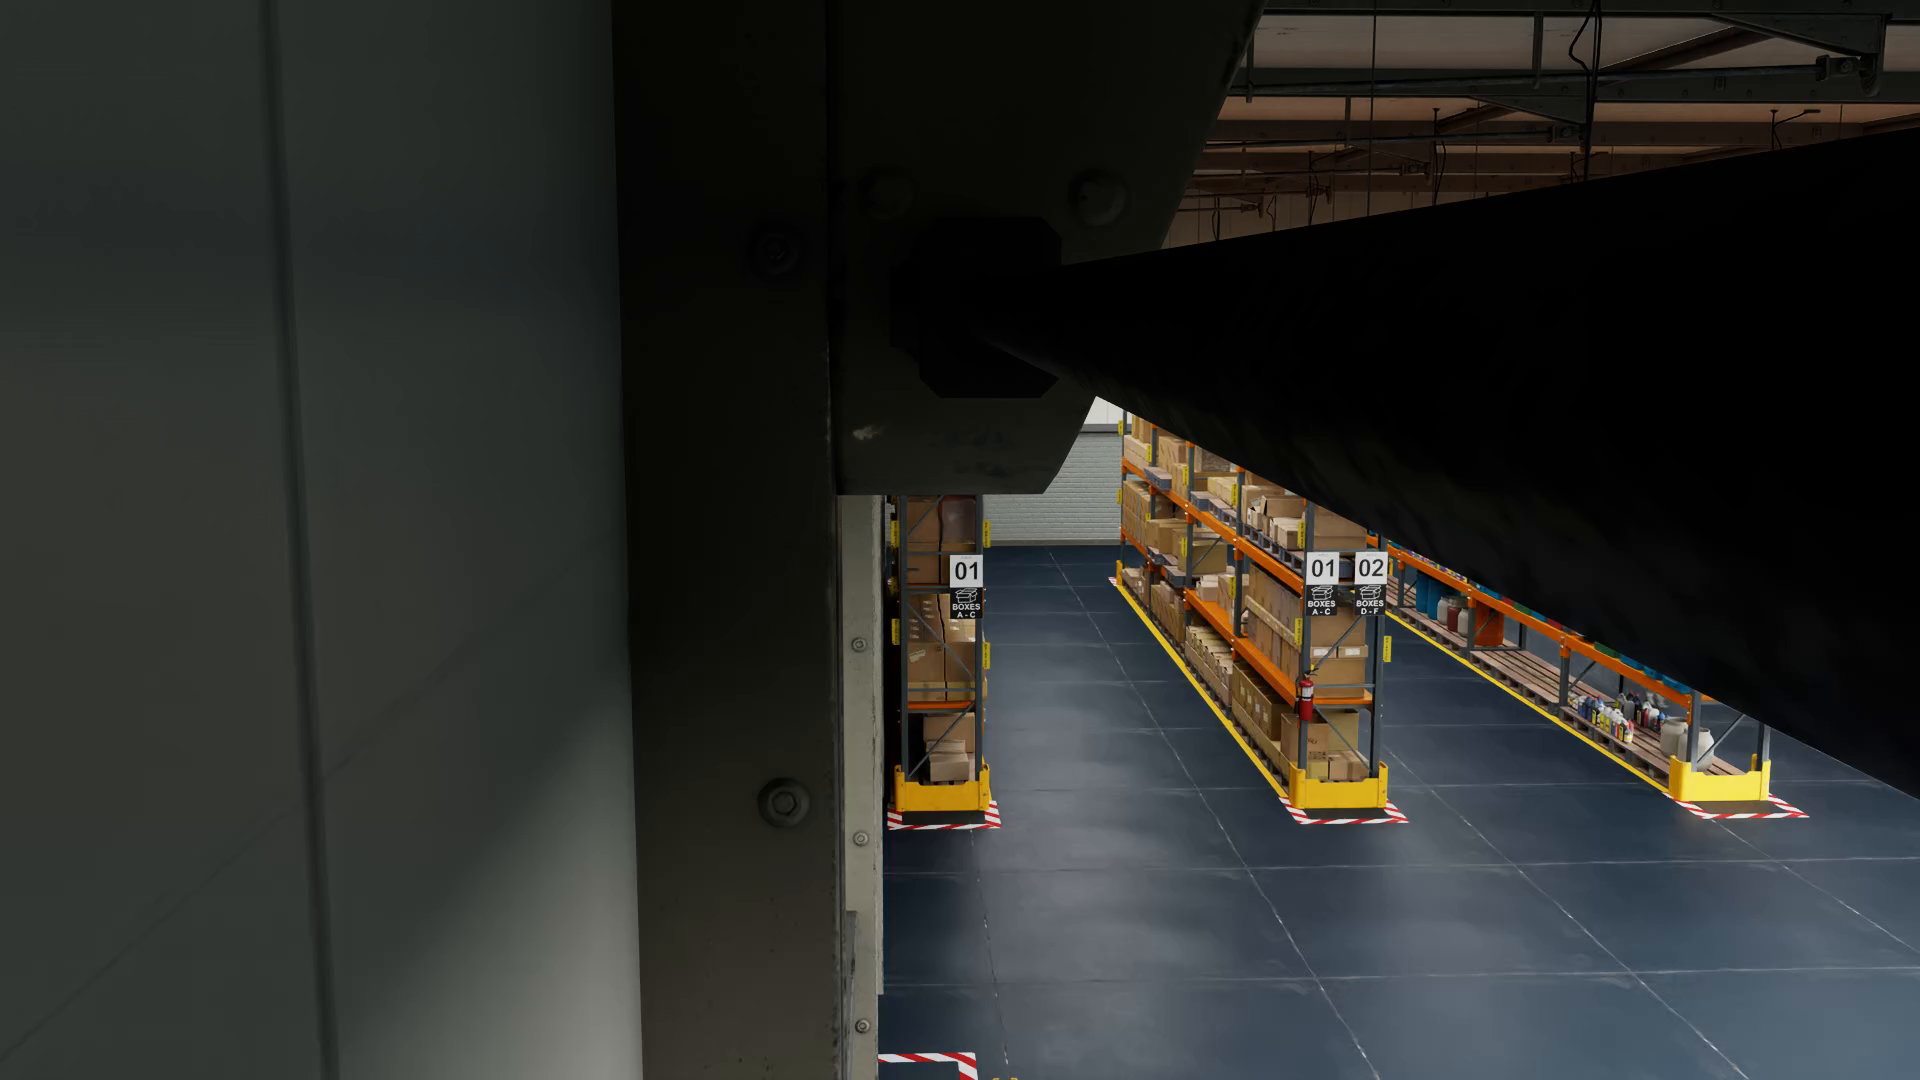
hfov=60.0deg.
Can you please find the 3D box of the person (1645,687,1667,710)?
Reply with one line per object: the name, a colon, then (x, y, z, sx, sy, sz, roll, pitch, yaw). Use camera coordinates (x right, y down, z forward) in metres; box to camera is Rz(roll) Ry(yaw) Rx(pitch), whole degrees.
person: (10.780, 1.702, 25.722, 0.598, 1.802, 0.558, 4, 9, 26)
